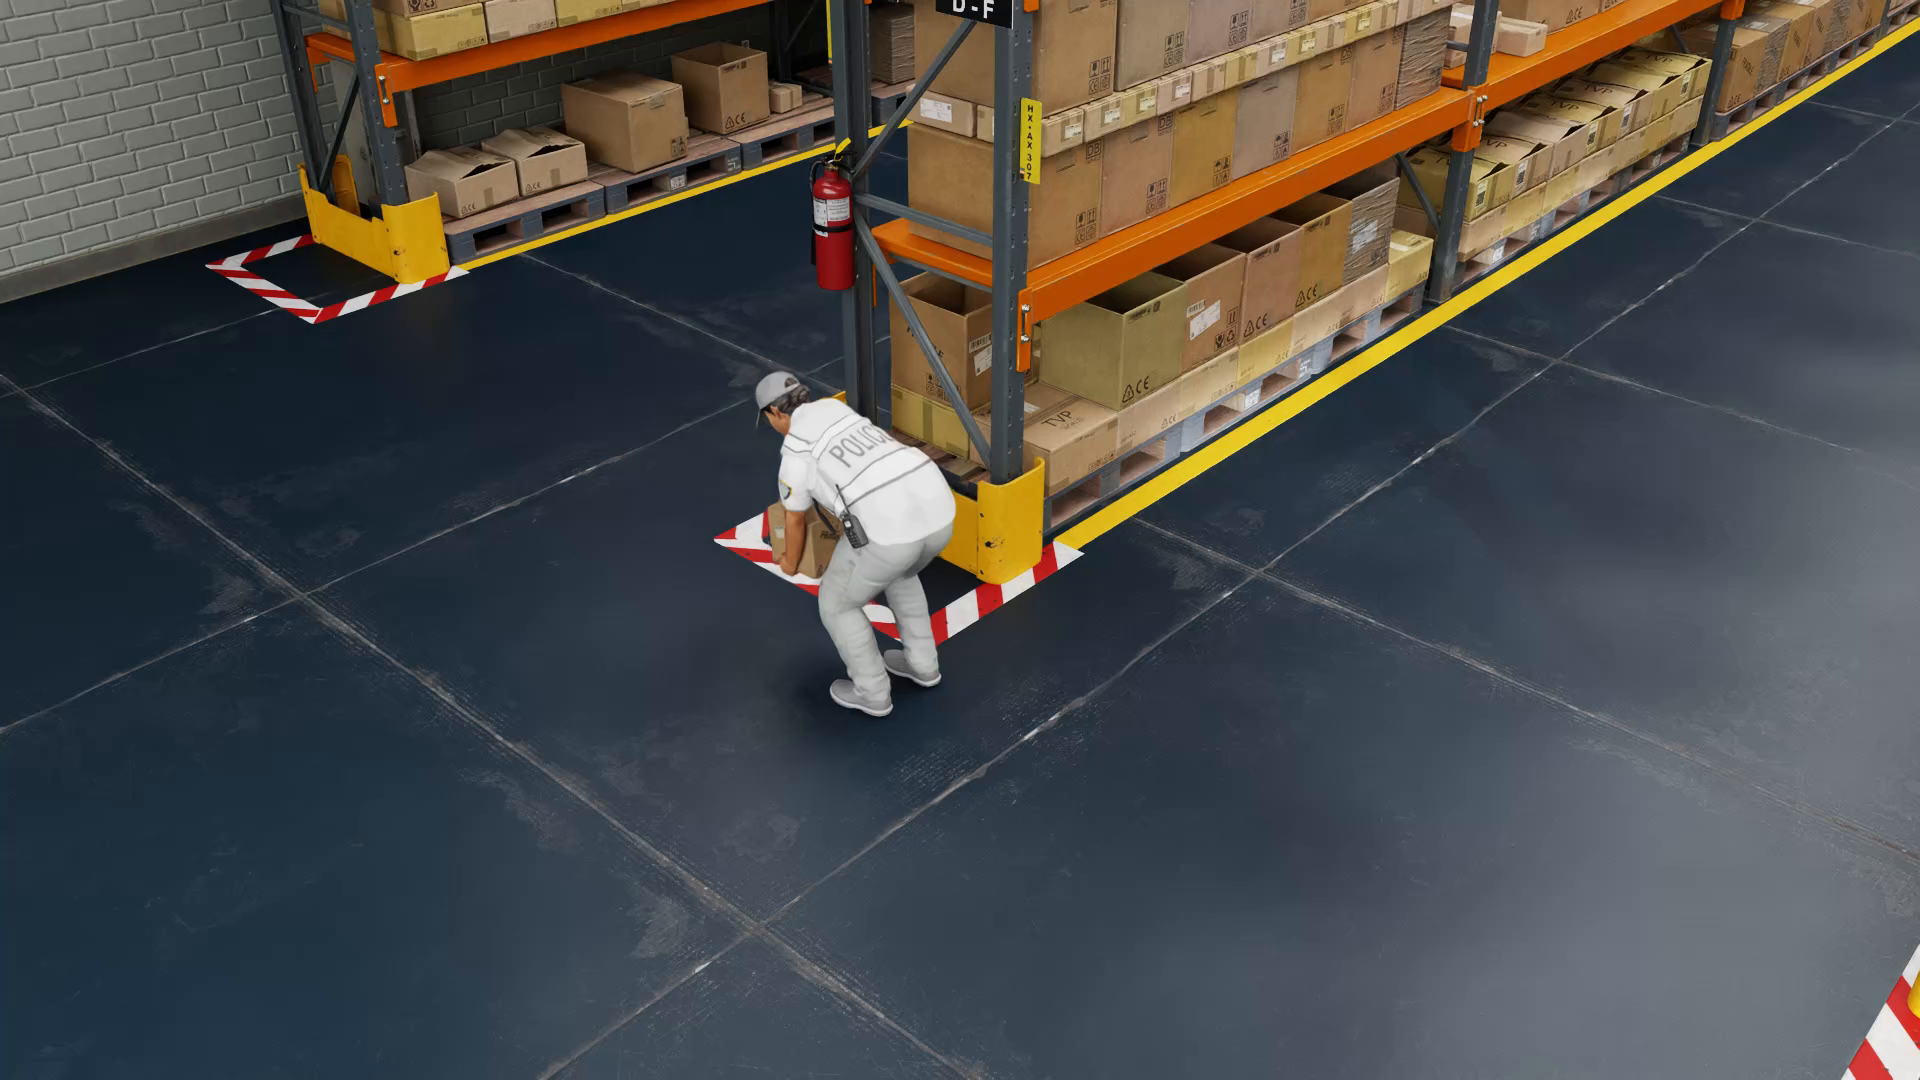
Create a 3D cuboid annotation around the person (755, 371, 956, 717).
[{"bbox_3d":[-0.430,0.008,6.516,0.893,1.257,0.477,24,39,33],"label":"person"}]
